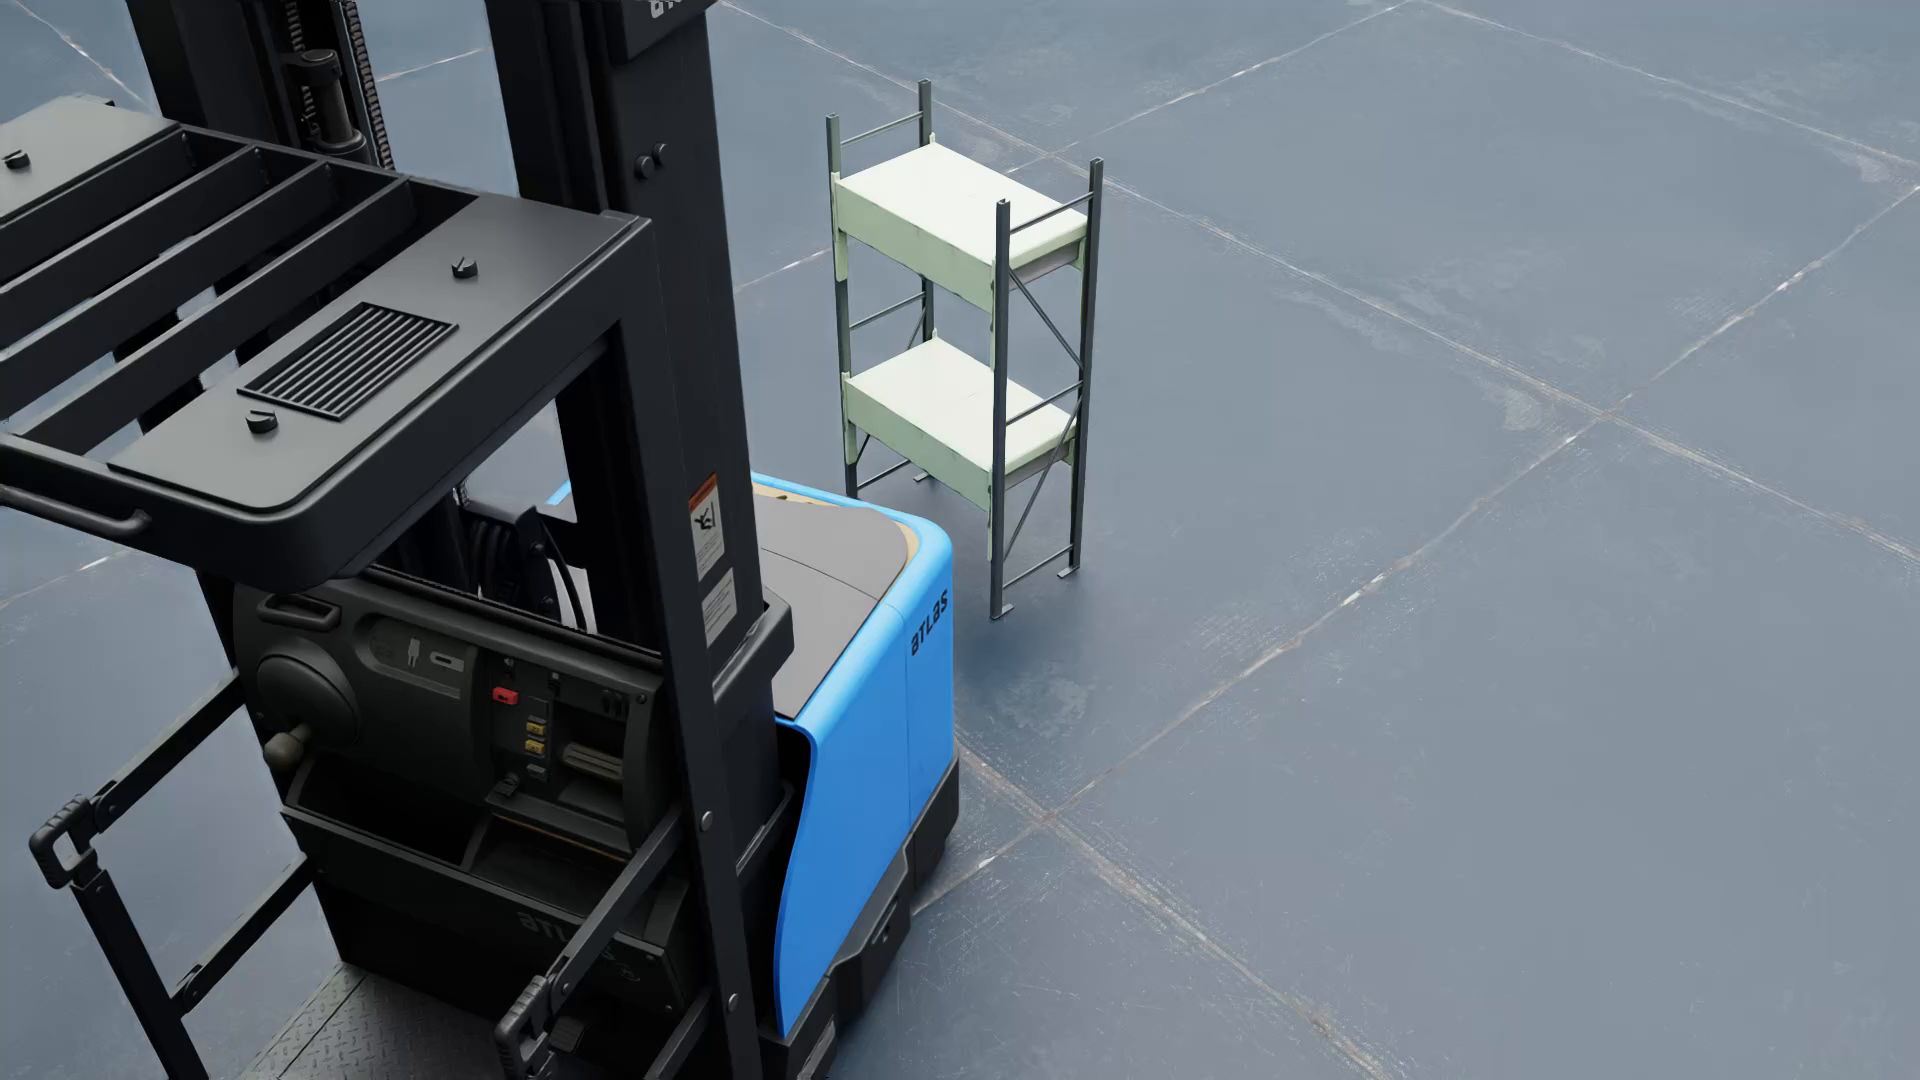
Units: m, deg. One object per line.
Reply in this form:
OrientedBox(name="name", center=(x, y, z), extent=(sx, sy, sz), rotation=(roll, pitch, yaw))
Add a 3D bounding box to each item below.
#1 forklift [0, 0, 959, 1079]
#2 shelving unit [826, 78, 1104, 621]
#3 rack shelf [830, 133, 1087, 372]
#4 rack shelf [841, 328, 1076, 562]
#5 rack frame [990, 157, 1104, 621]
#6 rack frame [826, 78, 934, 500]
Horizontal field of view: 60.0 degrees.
OrientedBox(name="forklift", center=(-1.053, 0.386, 2.940), extent=(1.130, 2.935, 3.031), rotation=(15, 41, 18))
OrientedBox(name="shelving unit", center=(0.005, -0.580, 5.275), extent=(0.431, 1.500, 0.755), rotation=(-30, 48, -32))
OrientedBox(name="rack shelf", center=(0.005, -0.884, 5.030), extent=(0.431, 0.370, 0.720), rotation=(-30, 48, -32))
OrientedBox(name="rack shelf", center=(0.005, -0.327, 5.480), extent=(0.431, 0.370, 0.720), rotation=(-30, 48, -32))
OrientedBox(name="rack frame", center=(0.252, -0.411, 5.065), extent=(0.400, 1.500, 0.023), rotation=(-30, 48, -32))
OrientedBox(name="rack frame", center=(-0.243, -0.750, 5.485), extent=(0.400, 1.500, 0.023), rotation=(-30, 48, -32))
